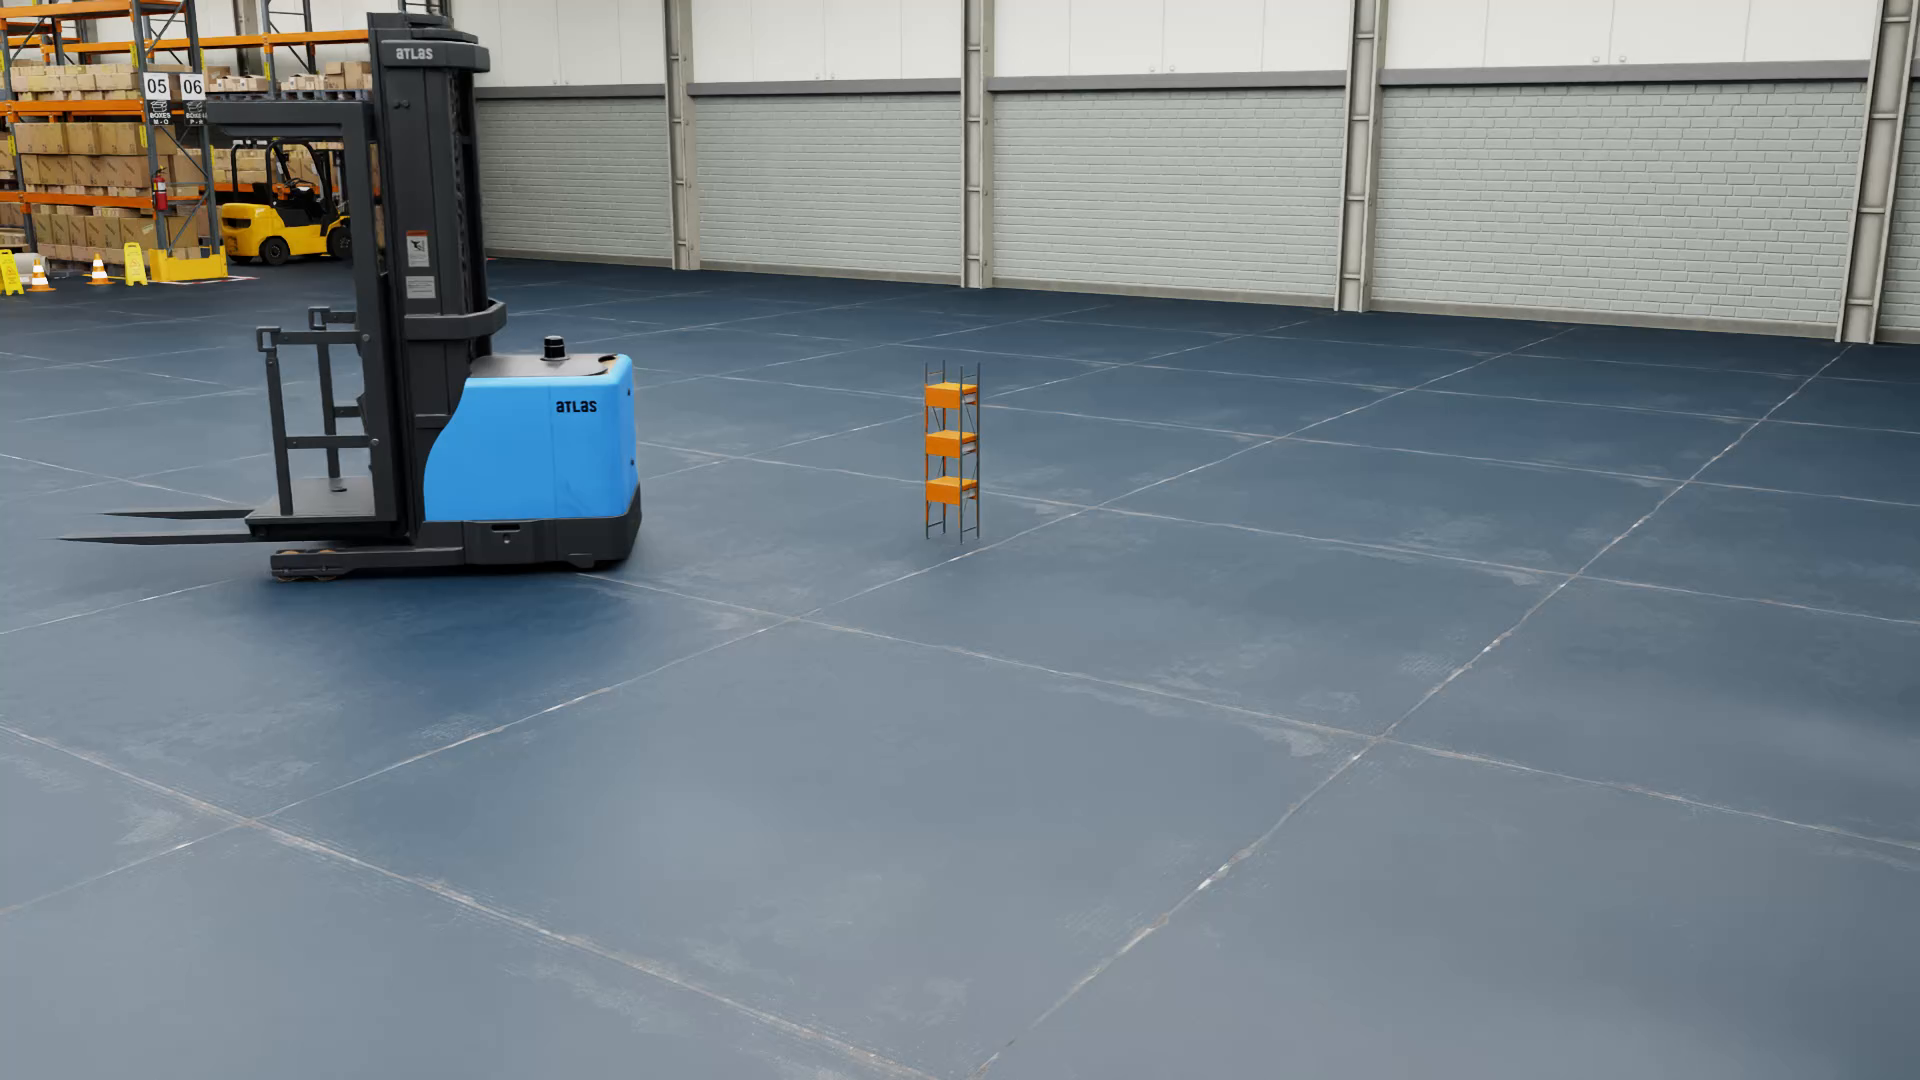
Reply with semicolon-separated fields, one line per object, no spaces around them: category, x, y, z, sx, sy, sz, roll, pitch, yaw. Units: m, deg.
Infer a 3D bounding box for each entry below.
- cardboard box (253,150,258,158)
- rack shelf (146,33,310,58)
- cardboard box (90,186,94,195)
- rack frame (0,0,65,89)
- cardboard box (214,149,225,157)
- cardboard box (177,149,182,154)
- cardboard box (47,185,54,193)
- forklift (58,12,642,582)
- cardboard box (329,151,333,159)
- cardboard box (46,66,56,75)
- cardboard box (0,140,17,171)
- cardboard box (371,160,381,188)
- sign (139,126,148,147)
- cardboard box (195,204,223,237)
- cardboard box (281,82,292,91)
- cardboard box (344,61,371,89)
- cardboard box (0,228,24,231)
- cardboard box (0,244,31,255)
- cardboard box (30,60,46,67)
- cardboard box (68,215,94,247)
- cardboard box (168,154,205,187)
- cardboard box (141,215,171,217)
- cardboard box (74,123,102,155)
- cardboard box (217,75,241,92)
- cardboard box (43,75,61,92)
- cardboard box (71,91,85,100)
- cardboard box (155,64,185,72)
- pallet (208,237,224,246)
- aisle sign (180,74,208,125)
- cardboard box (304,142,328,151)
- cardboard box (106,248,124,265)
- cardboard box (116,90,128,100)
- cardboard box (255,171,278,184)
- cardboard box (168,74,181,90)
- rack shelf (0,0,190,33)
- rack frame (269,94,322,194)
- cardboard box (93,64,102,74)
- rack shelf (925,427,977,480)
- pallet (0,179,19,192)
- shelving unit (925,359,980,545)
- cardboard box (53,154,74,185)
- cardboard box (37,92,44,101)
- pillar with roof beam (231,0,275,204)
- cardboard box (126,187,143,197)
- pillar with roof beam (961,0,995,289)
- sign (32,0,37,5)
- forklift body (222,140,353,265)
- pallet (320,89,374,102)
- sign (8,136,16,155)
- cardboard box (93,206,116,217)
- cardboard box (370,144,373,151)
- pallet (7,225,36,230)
cardboard box;-13.746;-7.641;32.888;0.250;0.149;0.380;9;17;33
rack shelf;-14.600;-9.838;33.169;4.000;0.370;1.077;9;17;33
cardboard box;-14.076;-5.769;27.409;0.250;0.149;0.380;9;17;33
rack frame;-15.707;-9.123;27.951;0.127;3.000;1.000;9;17;33
cardboard box;-14.813;-7.813;33.585;0.250;0.149;0.380;9;17;33
cardboard box;-15.937;-7.964;34.196;0.250;0.149;0.380;10;17;34
cardboard box;-15.149;-5.930;28.059;0.250;0.149;0.380;9;17;33
forklift;-3.376;-1.332;9.105;3.031;2.935;1.130;-1;14;-6
cardboard box;-11.777;-7.292;31.481;0.250;0.149;0.380;9;16;31
cardboard box;-14.745;-7.695;27.287;0.250;0.149;0.380;9;16;31
cardboard box;-16.219;-6.624;28.639;0.500;0.500;0.500;9;16;32
cardboard box;-10.601;-6.799;30.837;0.500;0.500;0.500;10;17;35
sign;-12.715;-6.282;25.892;0.005;0.325;0.100;9;17;33
cardboard box;-15.203;-6.617;34.377;0.625;0.625;0.875;10;17;35
cardboard box;-12.737;-8.667;31.792;0.250;0.149;0.380;10;17;34
cardboard box;-10.919;-8.590;30.749;0.500;0.500;0.700;9;17;33
cardboard box;-17.320;-5.398;29.981;0.625;0.372;0.950;10;17;35
cardboard box;-15.578;-4.584;27.296;0.500;0.500;0.500;-4;14;-16
cardboard box;-16.388;-8.264;29.120;0.500;0.250;0.500;9;16;32
cardboard box;-14.488;-5.172;27.762;0.500;0.500;0.500;10;17;36
cardboard box;-12.627;-5.987;26.937;0.500;0.500;0.500;9;16;32
cardboard box;-13.360;-5.144;27.647;0.500;0.500;0.500;8;16;31
cardboard box;-13.830;-6.495;26.912;0.500;0.500;0.700;9;16;32
cardboard box;-14.314;-9.018;32.872;0.500;0.311;0.500;9;16;31
cardboard box;-14.654;-7.488;27.281;0.500;0.250;0.500;9;17;33
cardboard box;-14.140;-7.198;26.939;0.250;0.149;0.380;9;16;32
cardboard box;-12.569;-7.484;26.436;0.250;0.149;0.380;9;17;32
pallet;-14.590;-6.102;34.035;1.213;0.211;1.003;9;17;33
aisle sign;-12.164;-6.990;26.409;0.004;0.787;0.394;9;17;33
cardboard box;-12.357;-7.558;31.935;0.250;0.149;0.380;9;16;32
cardboard box;-13.635;-4.670;27.293;0.500;0.250;0.500;9;17;33
cardboard box;-13.065;-7.028;26.251;0.250;0.149;0.380;9;17;33
cardboard box;-13.504;-7.144;32.752;0.500;0.250;0.500;10;17;34
cardboard box;-12.657;-7.323;26.614;0.500;0.250;0.500;9;16;32
rack shelf;-14.048;-8.504;26.954;4.000;0.370;1.077;9;17;33
rack frame;-12.940;-7.201;32.672;0.127;3.000;1.000;9;17;33
cardboard box;-13.629;-7.534;26.636;0.250;0.149;0.380;9;17;33
rack shelf;-0.044;-0.507;9.729;0.240;0.259;0.215;9;17;33
pallet;-16.260;-6.250;29.226;1.213;0.211;1.003;9;17;33
shelving unit;-0.044;-0.517;9.726;0.252;1.050;0.215;9;17;33
cardboard box;-14.659;-6.157;27.626;0.500;0.500;0.500;9;17;32
cardboard box;-15.132;-7.397;27.743;0.250;0.149;0.380;9;17;33
pillar with roof beam;-17.077;-9.796;30.670;0.400;9.000;9.100;9;17;33
cardboard box;-13.090;-5.572;26.613;0.250;0.149;0.380;9;16;32
pillar with roof beam;-2.141;-7.383;20.919;0.400;9.000;9.100;9;17;33
sign;-19.897;-11.573;35.736;0.005;0.325;0.100;9;17;33
forklift body;-12.213;-6.144;30.165;1.214;2.155;2.313;9;17;33
pallet;-11.210;-8.342;31.219;1.213;0.211;1.003;9;17;33
sign;-16.014;-6.662;28.084;0.005;0.325;0.100;9;17;33
cardboard box;-13.965;-5.384;27.269;0.250;0.149;0.380;10;17;35
cardboard box;-10.933;-7.296;30.879;0.250;0.149;0.380;10;17;34
pallet;-21.164;-7.176;38.374;1.213;0.211;1.003;9;17;33
